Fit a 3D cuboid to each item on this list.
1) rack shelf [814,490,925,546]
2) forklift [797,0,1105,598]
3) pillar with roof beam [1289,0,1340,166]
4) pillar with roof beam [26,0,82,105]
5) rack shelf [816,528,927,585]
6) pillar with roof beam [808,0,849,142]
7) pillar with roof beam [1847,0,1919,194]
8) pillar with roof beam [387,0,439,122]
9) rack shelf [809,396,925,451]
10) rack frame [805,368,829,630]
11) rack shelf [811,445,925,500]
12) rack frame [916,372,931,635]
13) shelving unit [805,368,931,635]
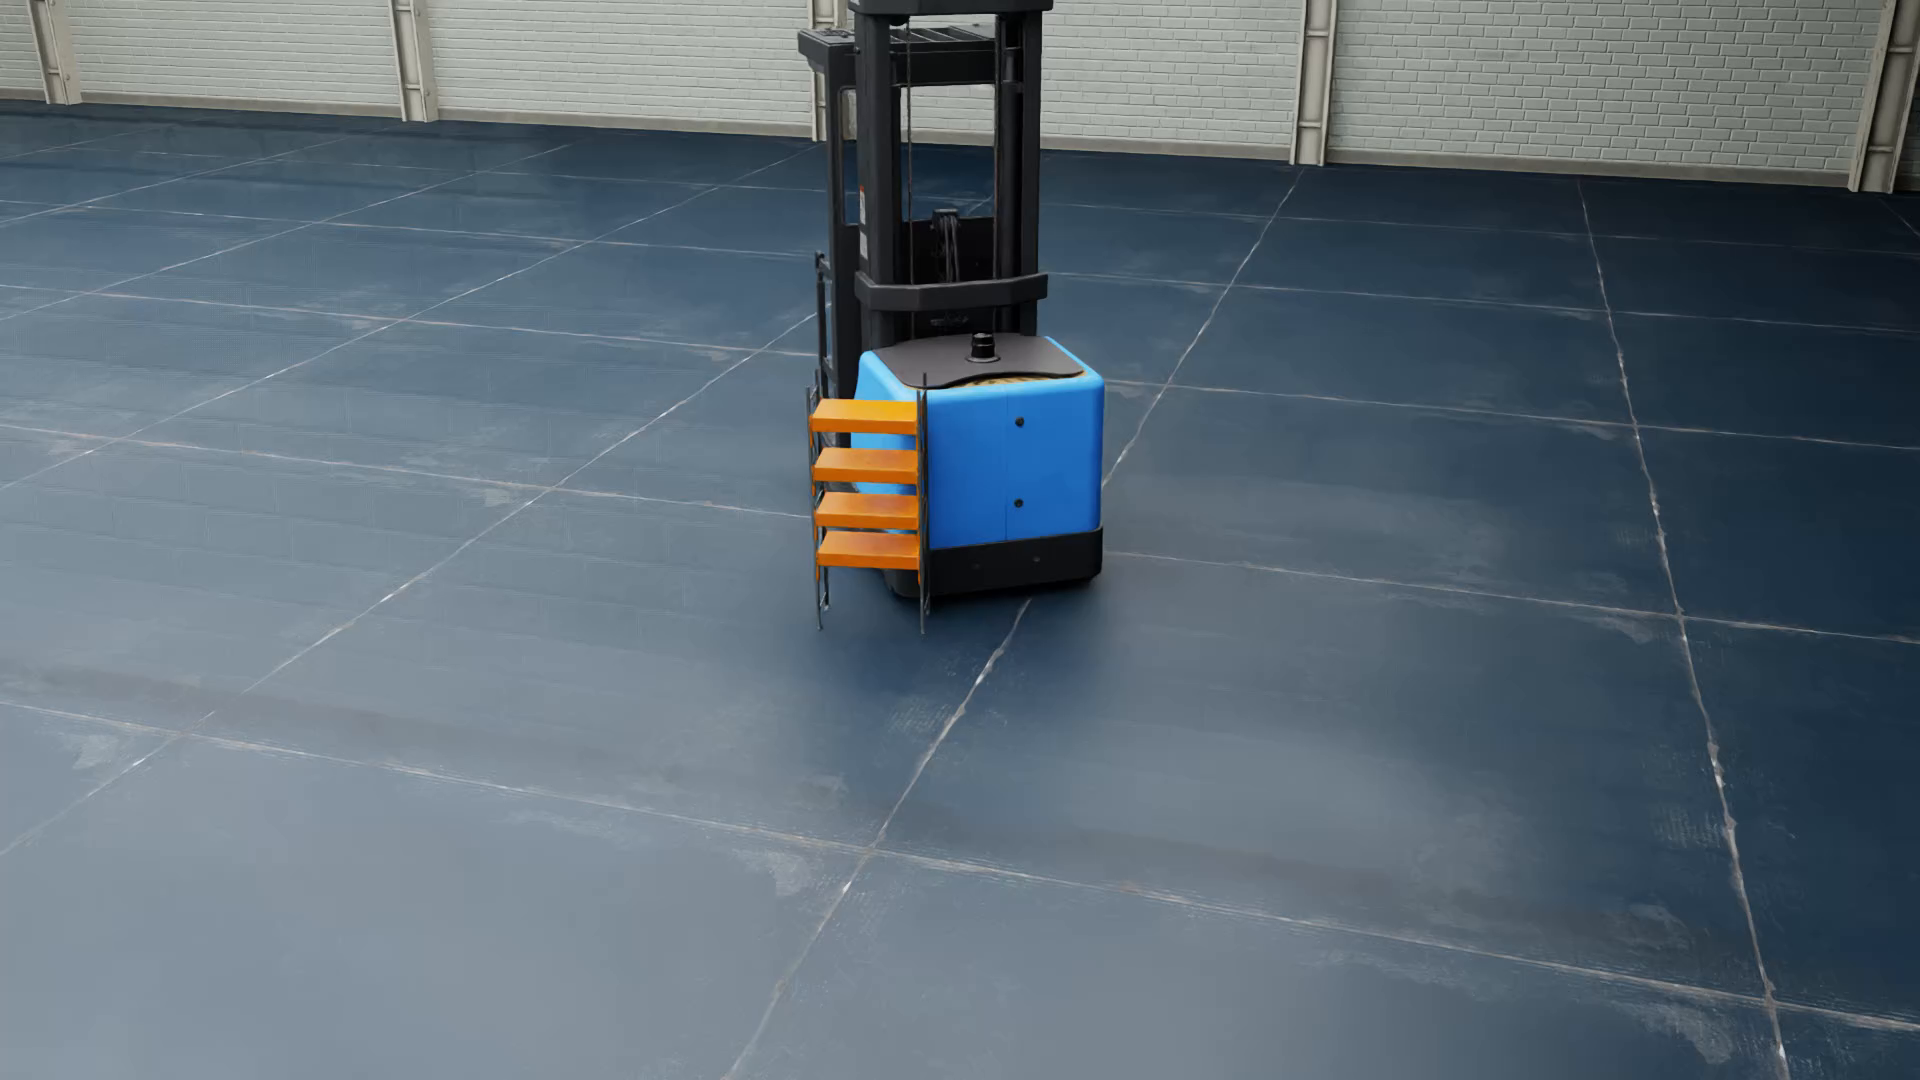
[{"bbox_3d":[-0.406,-0.104,7.603,0.480,0.148,0.258,2,25,6],"label":"rack shelf"},{"bbox_3d":[-0.209,-1.611,8.835,1.130,2.935,3.031,-6,23,-15],"label":"forklift"},{"bbox_3d":[2.856,-7.042,14.079,0.400,9.000,9.100,7,23,16],"label":"pillar with roof beam"},{"bbox_3d":[-14.376,-9.015,18.889,0.400,9.000,9.100,7,23,16],"label":"pillar with roof beam"},{"bbox_3d":[-0.405,0.075,7.688,0.480,0.148,0.258,2,25,6],"label":"rack shelf"},{"bbox_3d":[-2.888,-7.699,15.682,0.400,9.000,9.100,7,23,16],"label":"pillar with roof beam"},{"bbox_3d":[8.601,-6.384,12.475,0.400,9.000,9.100,7,23,16],"label":"pillar with roof beam"},{"bbox_3d":[-8.632,-8.357,17.286,0.400,9.000,9.100,7,23,16],"label":"pillar with roof beam"},{"bbox_3d":[-0.409,-0.520,7.406,0.480,0.148,0.258,2,25,6],"label":"rack shelf"},{"bbox_3d":[-0.649,-0.175,7.599,0.015,1.200,0.240,2,25,6],"label":"rack frame"},{"bbox_3d":[-0.408,-0.307,7.507,0.480,0.148,0.258,2,25,6],"label":"rack shelf"},{"bbox_3d":[-0.164,-0.155,7.549,0.015,1.200,0.240,2,25,6],"label":"rack frame"},{"bbox_3d":[-0.407,-0.165,7.574,0.503,1.200,0.258,2,25,6],"label":"shelving unit"}]
